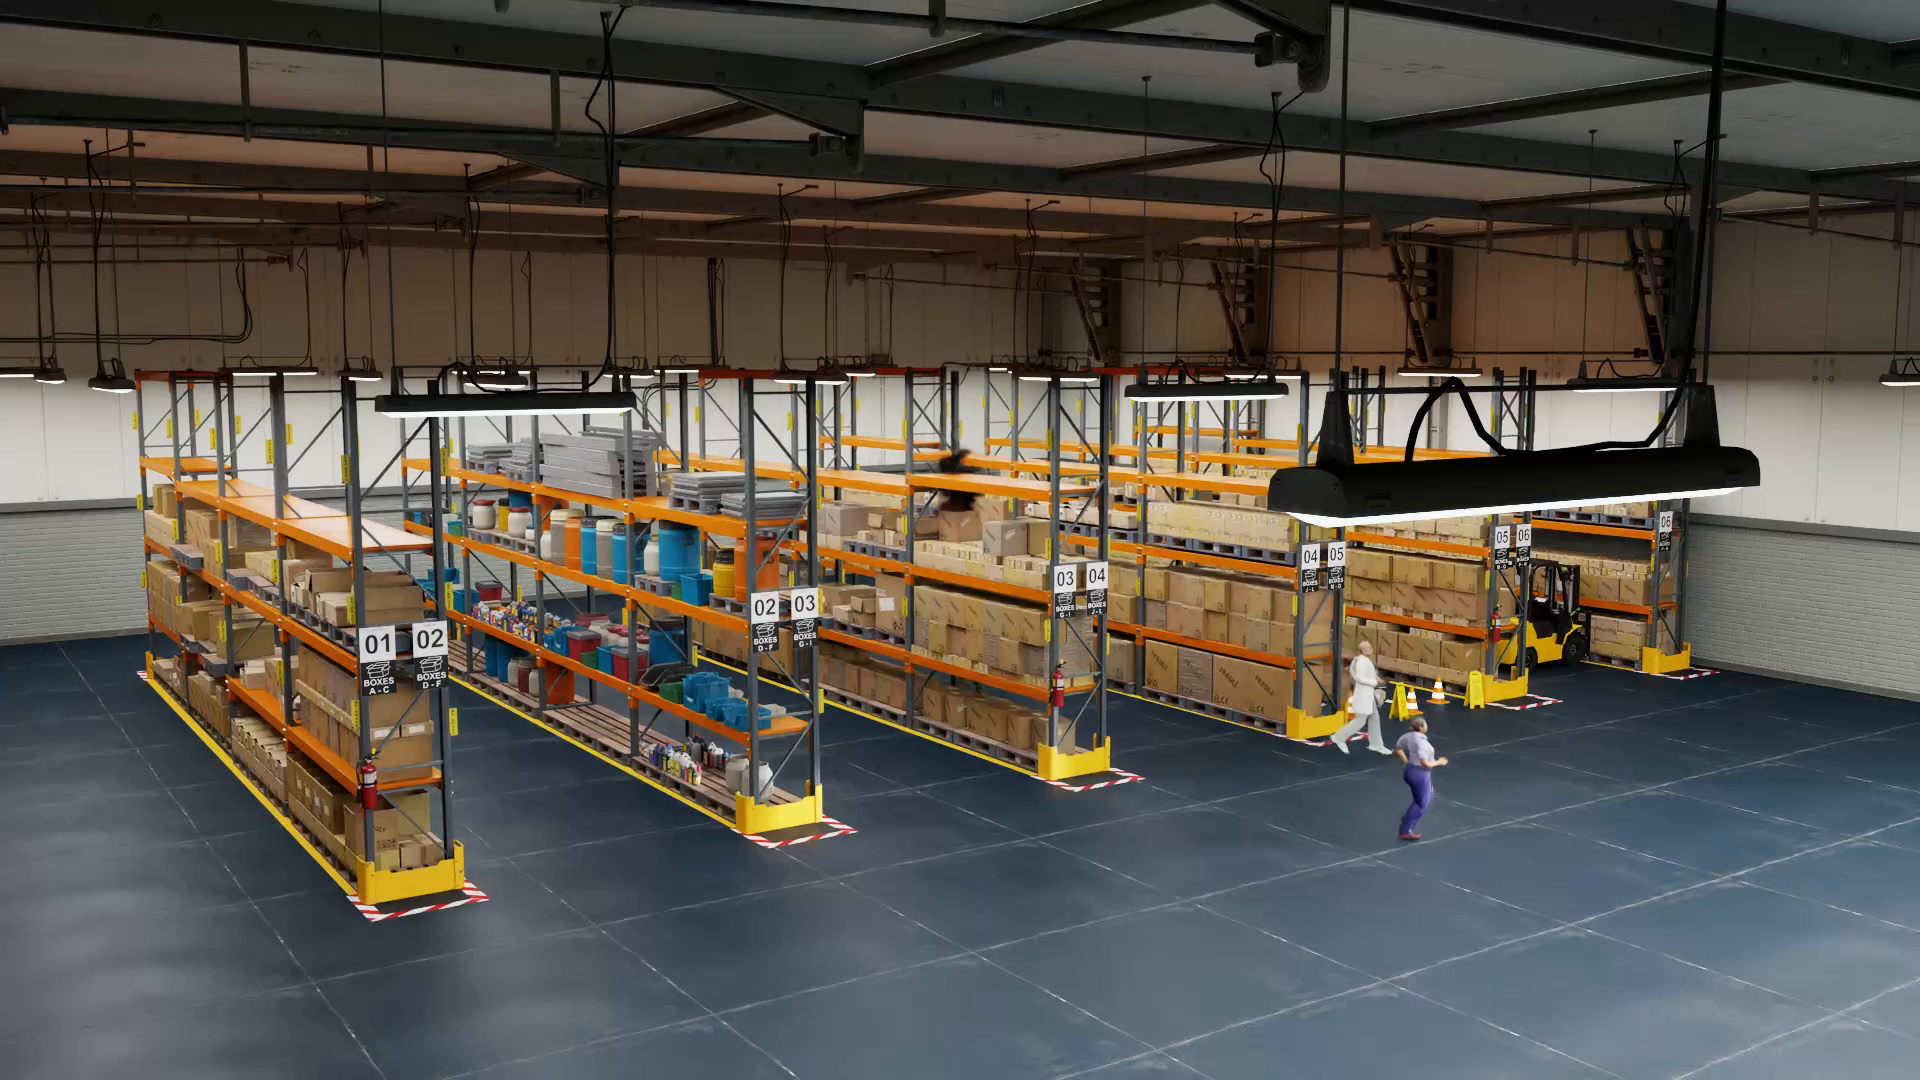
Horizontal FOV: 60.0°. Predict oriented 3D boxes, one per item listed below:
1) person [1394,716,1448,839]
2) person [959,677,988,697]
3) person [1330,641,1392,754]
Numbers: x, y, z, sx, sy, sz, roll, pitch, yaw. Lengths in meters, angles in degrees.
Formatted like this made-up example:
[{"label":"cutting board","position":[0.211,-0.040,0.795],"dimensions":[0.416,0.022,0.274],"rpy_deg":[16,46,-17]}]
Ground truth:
[{"label":"person","position":[6.013,3.088,21.668],"dimensions":[0.604,1.608,0.582],"rpy_deg":[-1,6,-7]},{"label":"person","position":[0.263,1.967,30.861],"dimensions":[0.652,1.814,0.861],"rpy_deg":[-5,8,-37]},{"label":"person","position":[6.353,2.487,26.133],"dimensions":[0.914,1.802,0.692],"rpy_deg":[1,7,9]}]
